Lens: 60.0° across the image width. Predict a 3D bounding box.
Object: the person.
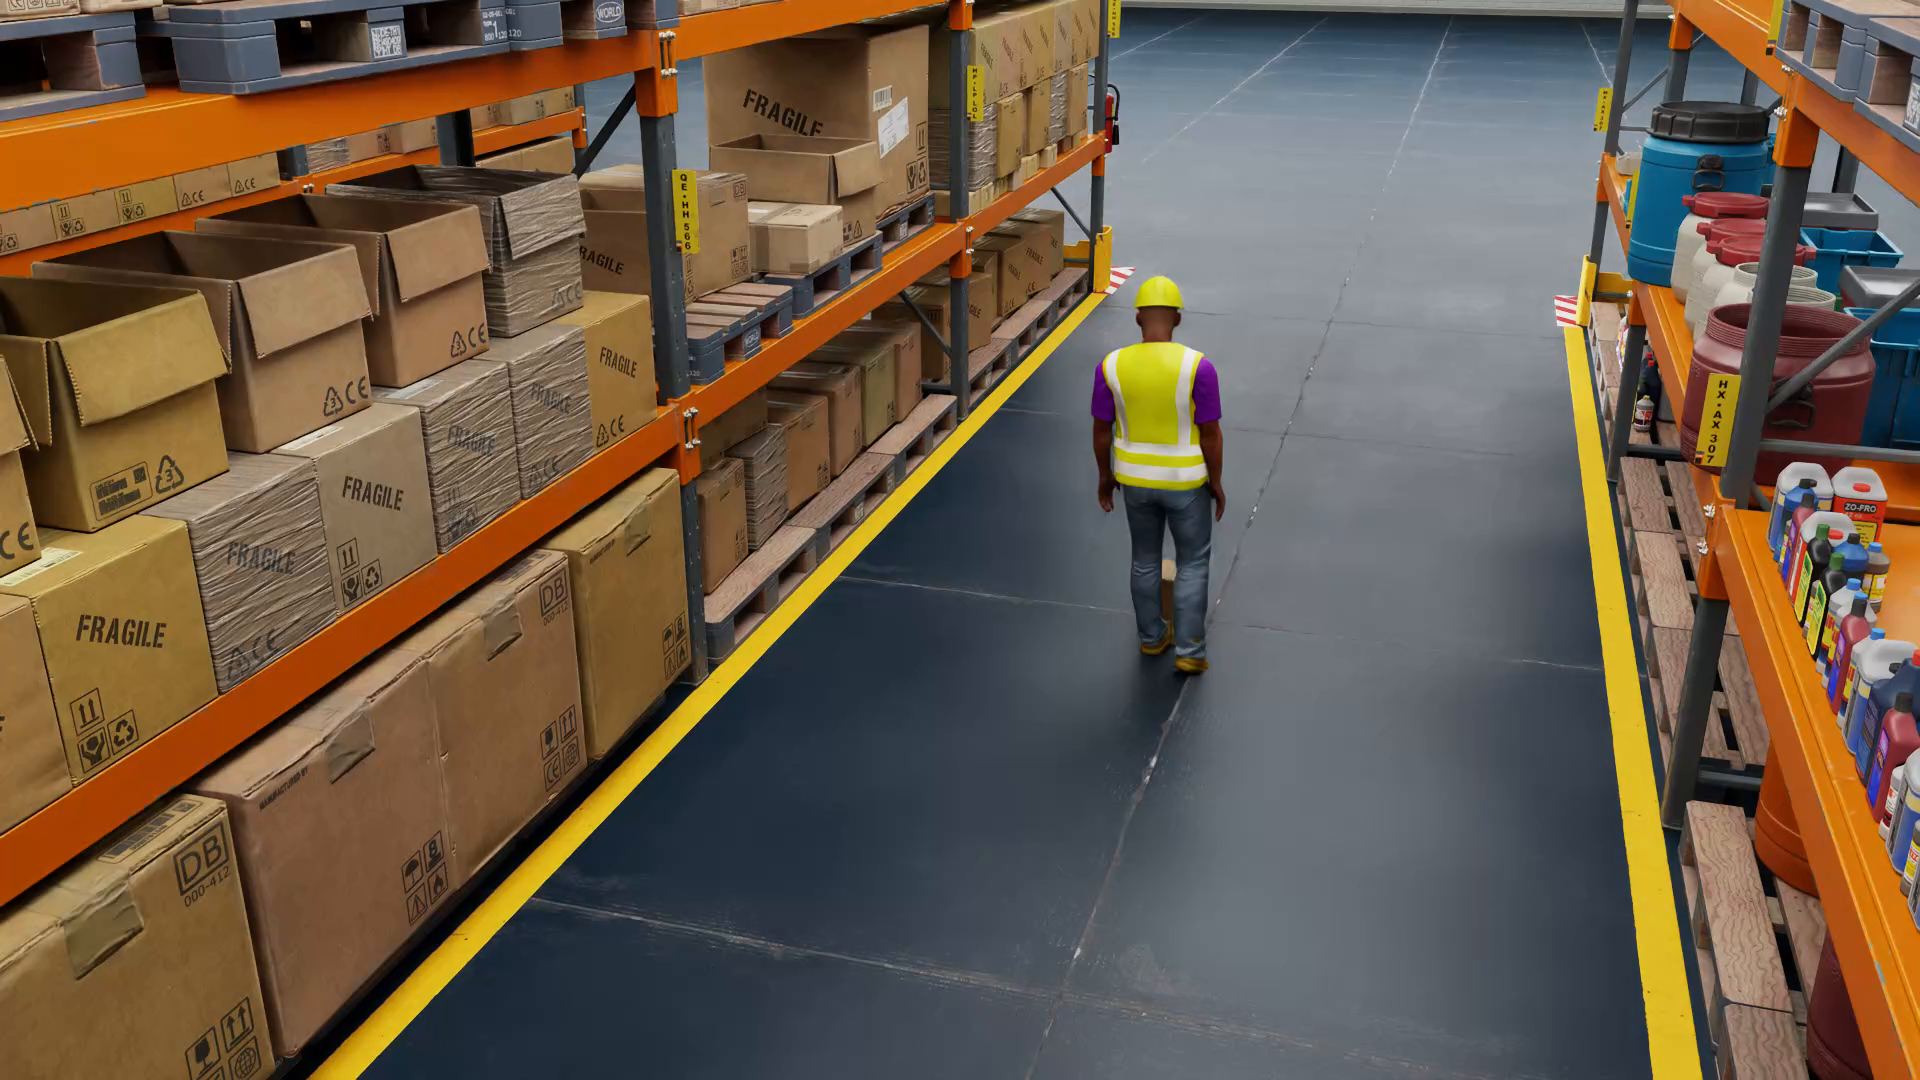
[{"bbox_3d":[0.900,-0.258,7.318,0.599,1.843,0.522,9,23,21],"label":"person"}]
